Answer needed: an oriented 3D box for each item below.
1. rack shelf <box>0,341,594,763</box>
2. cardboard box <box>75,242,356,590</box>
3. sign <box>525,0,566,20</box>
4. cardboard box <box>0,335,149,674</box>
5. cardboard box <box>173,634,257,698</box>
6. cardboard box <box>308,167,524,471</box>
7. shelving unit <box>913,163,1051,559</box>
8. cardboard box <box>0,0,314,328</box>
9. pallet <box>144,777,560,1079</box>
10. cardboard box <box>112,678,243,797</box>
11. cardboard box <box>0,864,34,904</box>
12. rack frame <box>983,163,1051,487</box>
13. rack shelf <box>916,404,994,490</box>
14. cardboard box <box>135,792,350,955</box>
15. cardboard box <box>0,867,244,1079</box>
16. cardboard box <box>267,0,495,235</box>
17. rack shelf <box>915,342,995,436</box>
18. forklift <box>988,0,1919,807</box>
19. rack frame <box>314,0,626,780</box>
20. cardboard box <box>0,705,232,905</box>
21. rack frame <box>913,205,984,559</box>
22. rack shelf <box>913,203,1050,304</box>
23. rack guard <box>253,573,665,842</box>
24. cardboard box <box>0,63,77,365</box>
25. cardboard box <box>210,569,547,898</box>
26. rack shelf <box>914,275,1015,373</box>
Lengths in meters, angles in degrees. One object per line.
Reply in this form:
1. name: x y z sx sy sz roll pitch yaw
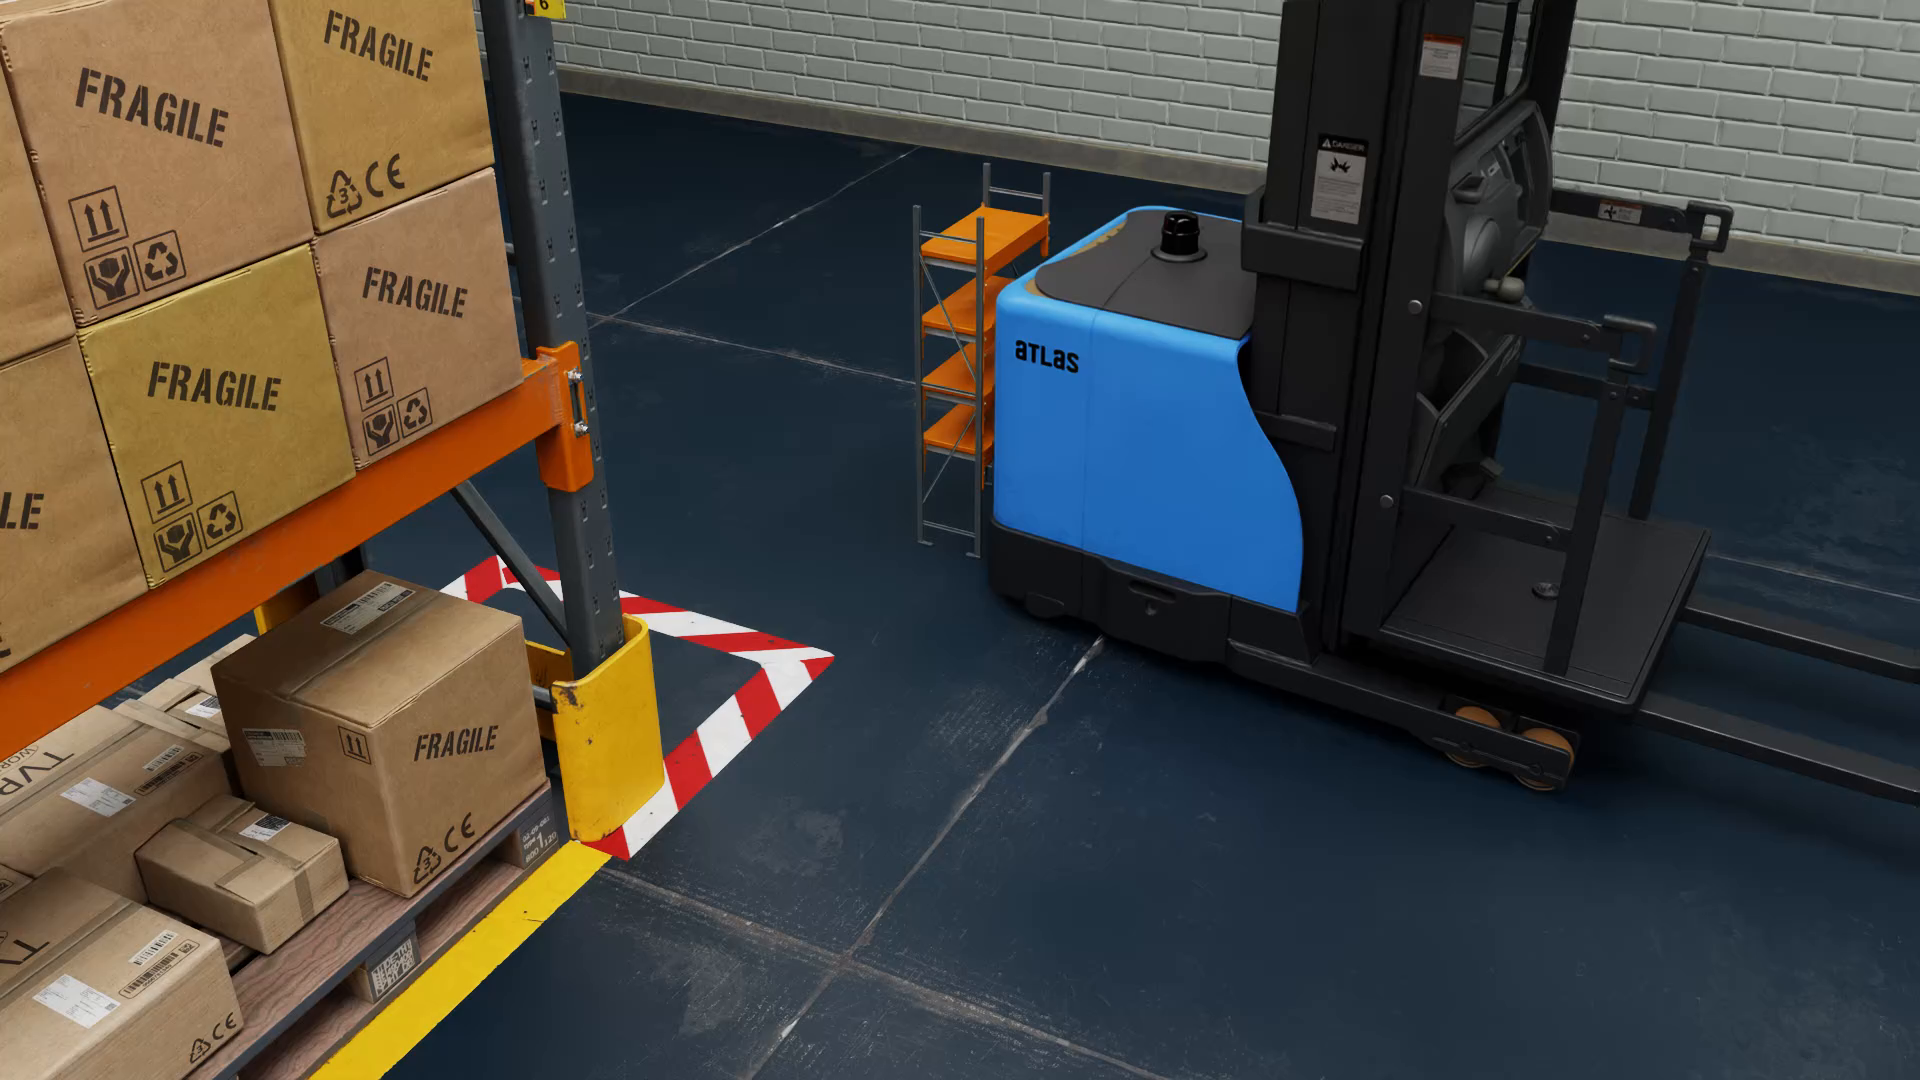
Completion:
1. rack shelf: -2.267 0.460 2.659 1.077 0.370 4.000 14 33 23
2. cardboard box: -1.551 -0.290 3.143 0.500 0.500 0.500 15 33 24
3. sign: -0.871 -1.243 3.422 0.100 0.325 0.005 14 33 23
4. cardboard box: -1.783 -0.071 2.760 0.500 0.500 0.500 15 33 24
5. cardboard box: -1.853 0.415 4.436 0.380 0.149 0.250 14 33 23
6. cardboard box: -1.318 -0.521 3.545 0.500 0.500 0.500 15 33 25
7. shelving unit: 0.075 -0.594 5.579 0.258 1.200 0.503 14 33 23
8. cardboard box: -1.543 -0.731 2.907 0.500 0.500 0.500 15 33 25
9. pallet: -1.753 0.859 4.043 1.003 0.211 1.213 14 33 23
10. cardboard box: -1.966 0.518 4.239 0.380 0.166 0.250 14 33 23
11. cardboard box: -2.312 0.883 3.519 0.500 0.250 0.500 14 33 23
12. rack frame: 0.187 -0.702 5.767 0.240 1.200 0.015 14 33 23
13. rack shelf: 0.075 -0.363 5.711 0.258 0.148 0.480 14 33 23
14. cardboard box: -1.649 0.756 3.825 0.380 0.166 0.250 14 33 23
15. cardboard box: -1.844 0.975 3.360 0.500 0.250 0.500 14 33 23
16. cardboard box: -1.314 -0.955 3.297 0.500 0.500 0.500 14 33 23
17. rack shelf: 0.075 -0.535 5.612 0.258 0.148 0.480 14 33 23
18. forklift: 1.614 -0.889 4.354 3.031 2.935 1.130 17 34 27
19. rack frame: -1.356 -0.738 4.023 1.000 3.000 0.127 14 33 23
20. cardboard box: -2.084 0.662 3.905 0.500 0.250 0.500 14 33 23
21. rack frame: -0.036 -0.486 5.391 0.240 1.200 0.015 14 33 23
22. rack shelf: 0.075 -0.934 5.383 0.258 0.148 0.480 14 33 23
23. rack guard: -1.390 0.379 4.587 1.175 0.500 0.348 14 33 23
24. cardboard box: -1.775 -0.500 2.505 0.500 0.500 0.500 15 33 25
25. cardboard box: -1.384 0.452 4.019 0.500 0.500 0.500 14 33 23
26. rack shelf: 0.075 -0.729 5.501 0.258 0.148 0.480 14 33 23
